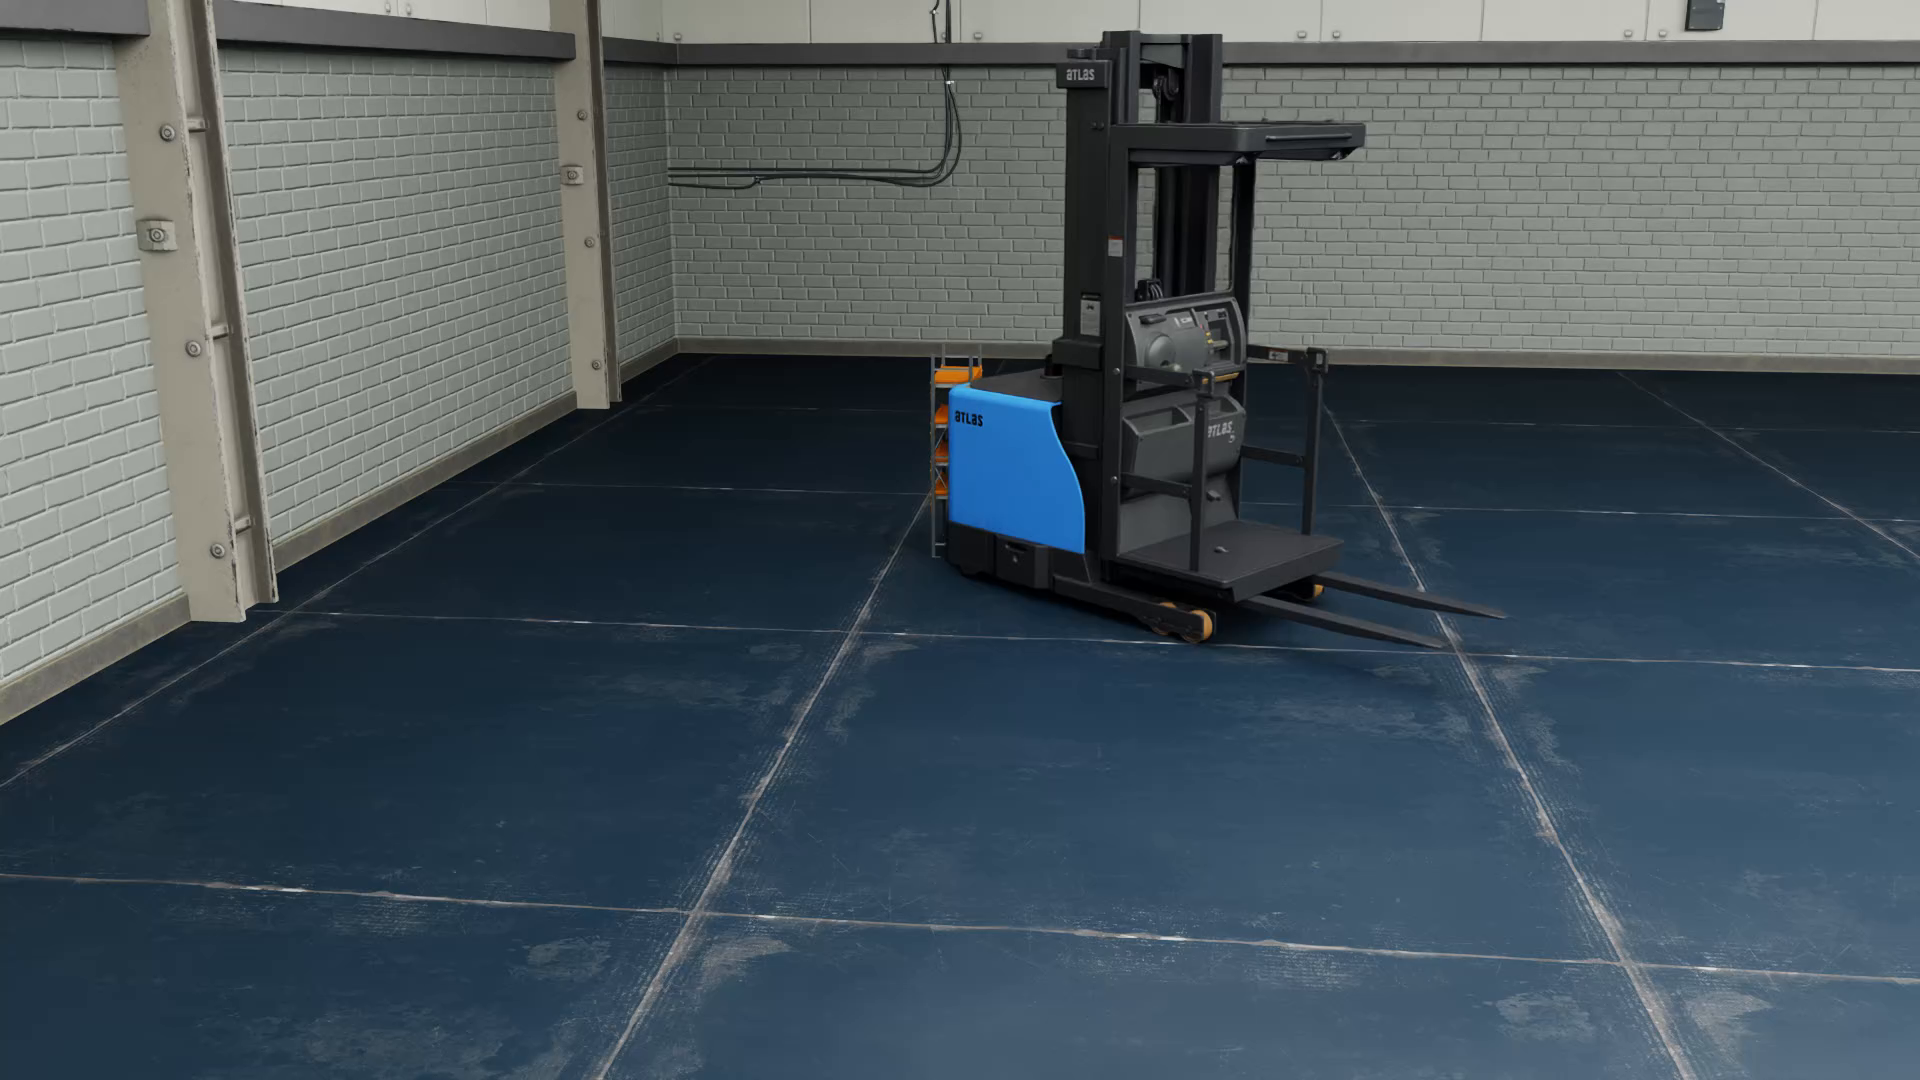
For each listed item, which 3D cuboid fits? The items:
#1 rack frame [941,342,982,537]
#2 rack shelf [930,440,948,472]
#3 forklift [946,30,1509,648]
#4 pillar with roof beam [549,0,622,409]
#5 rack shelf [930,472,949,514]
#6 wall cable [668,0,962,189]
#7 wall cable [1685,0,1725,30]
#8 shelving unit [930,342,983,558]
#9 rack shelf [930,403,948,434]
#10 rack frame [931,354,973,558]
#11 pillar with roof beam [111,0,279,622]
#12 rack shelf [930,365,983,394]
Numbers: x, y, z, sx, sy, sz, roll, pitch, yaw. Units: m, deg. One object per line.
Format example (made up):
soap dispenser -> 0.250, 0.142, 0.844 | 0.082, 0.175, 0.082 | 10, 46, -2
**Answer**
rack frame -> 0.009, -0.600, 10.081 | 0.240, 1.200, 0.015 | 2, 15, 6
rack shelf -> -0.019, -0.471, 9.864 | 0.258, 0.148, 0.480 | 2, 15, 6
forklift -> 1.322, -1.054, 8.444 | 3.031, 2.935, 1.130 | 14, 21, 43
pillar with roof beam -> 1.109, -5.404, 12.906 | 9.100, 9.000, 0.400 | 2, 15, 6
rack shelf -> -0.019, -0.280, 9.916 | 0.258, 0.148, 0.480 | 2, 15, 6
wall cable -> -1.522, -4.757, 16.462 | 3.097, 2.526, 0.112 | 2, 15, 6
wall cable -> 7.909, -7.614, 14.564 | 2.305, 6.003, 0.169 | 2, 15, 6
shelving unit -> -0.019, -0.536, 9.847 | 0.258, 1.200, 0.503 | 2, 15, 6
rack shelf -> -0.019, -0.687, 9.806 | 0.258, 0.148, 0.480 | 2, 15, 6
rack frame -> -0.046, -0.473, 9.613 | 0.240, 1.200, 0.015 | 2, 15, 6
pillar with roof beam -> 0.432, -3.848, 7.151 | 9.100, 9.000, 0.400 | 2, 15, 6
rack shelf -> -0.019, -0.916, 9.744 | 0.258, 0.148, 0.480 | 2, 15, 6
